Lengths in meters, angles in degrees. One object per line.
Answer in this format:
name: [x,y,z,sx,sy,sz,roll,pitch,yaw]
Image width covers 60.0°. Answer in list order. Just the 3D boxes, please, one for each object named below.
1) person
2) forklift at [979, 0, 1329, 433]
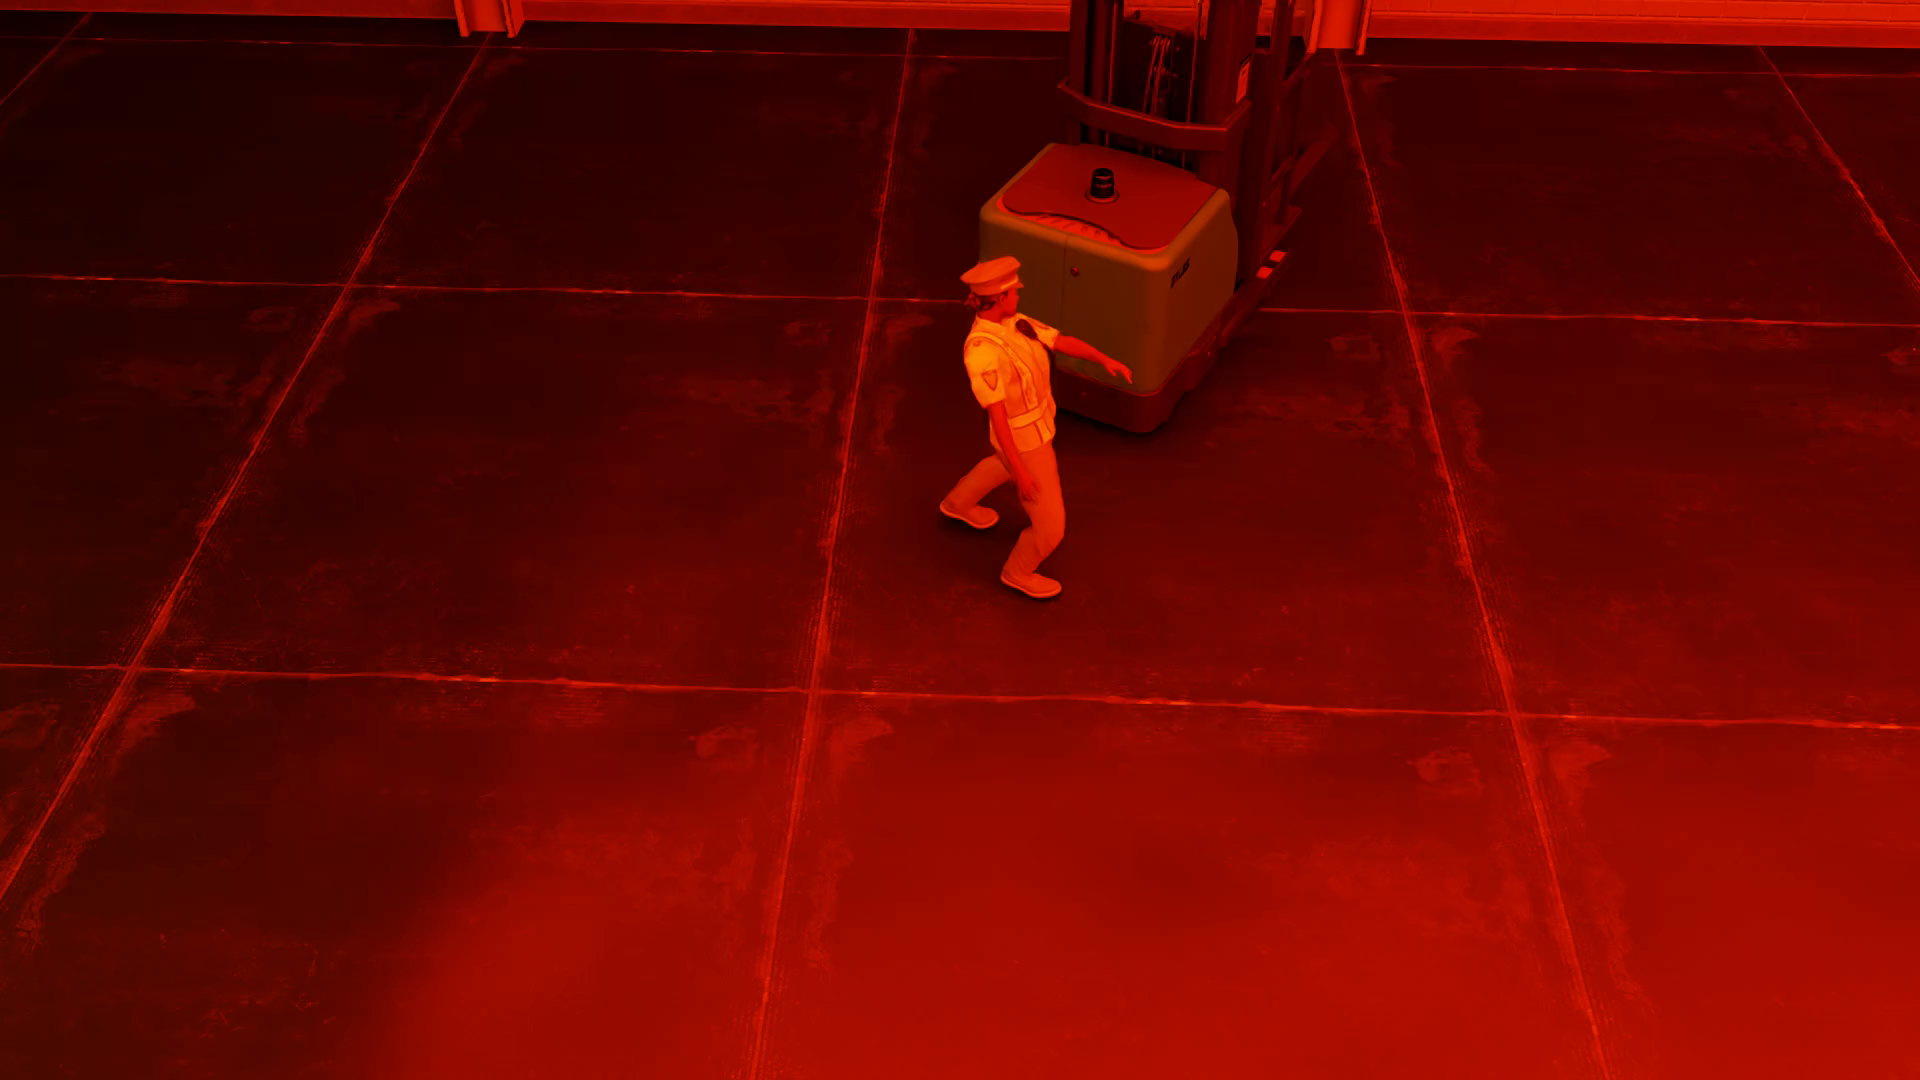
person: [0.310,-0.435,7.243,0.830,1.524,0.789,3,42,3]
forklift: [1.245,-2.604,8.595,1.130,2.935,3.031,21,46,21]
